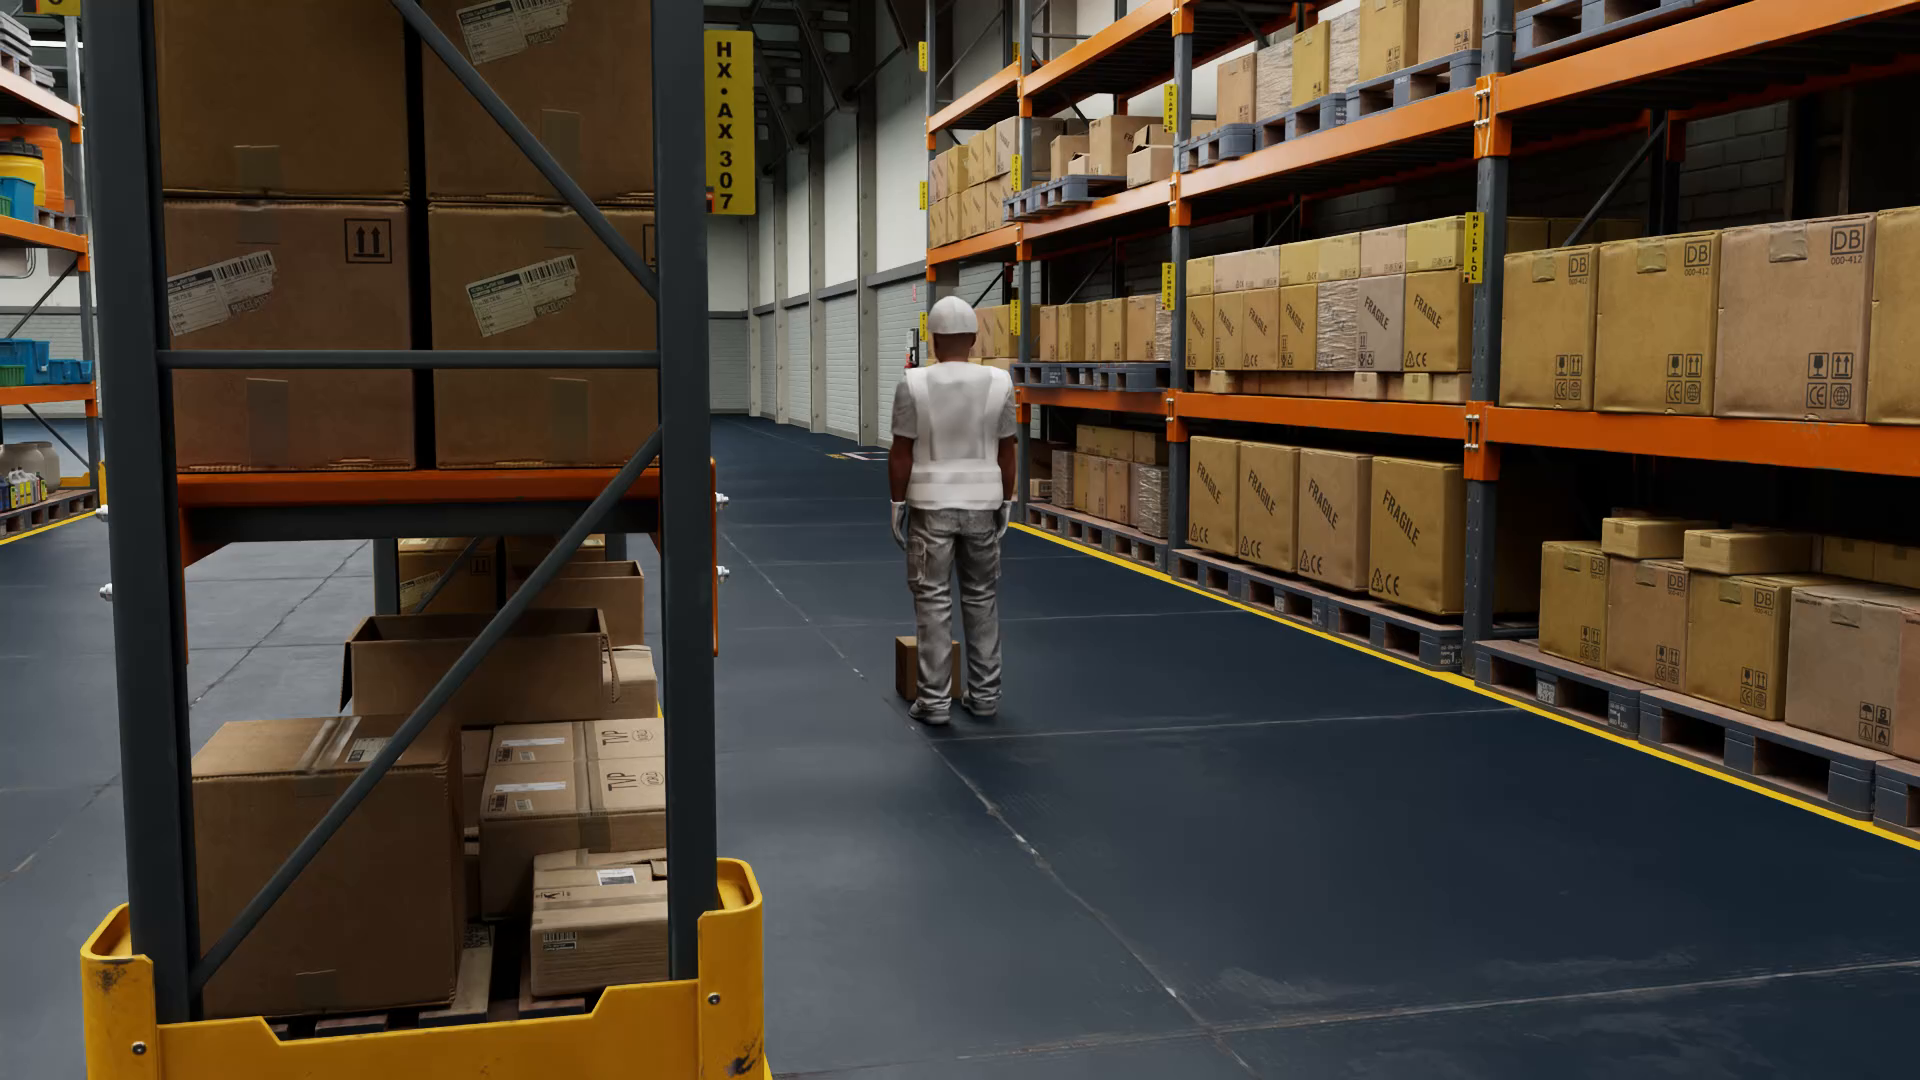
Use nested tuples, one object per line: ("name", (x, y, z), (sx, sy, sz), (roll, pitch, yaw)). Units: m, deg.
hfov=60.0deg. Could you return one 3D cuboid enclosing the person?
("person", (-0.042, -0.130, 7.060), (0.545, 1.789, 0.424), (-1, 6, -12))
